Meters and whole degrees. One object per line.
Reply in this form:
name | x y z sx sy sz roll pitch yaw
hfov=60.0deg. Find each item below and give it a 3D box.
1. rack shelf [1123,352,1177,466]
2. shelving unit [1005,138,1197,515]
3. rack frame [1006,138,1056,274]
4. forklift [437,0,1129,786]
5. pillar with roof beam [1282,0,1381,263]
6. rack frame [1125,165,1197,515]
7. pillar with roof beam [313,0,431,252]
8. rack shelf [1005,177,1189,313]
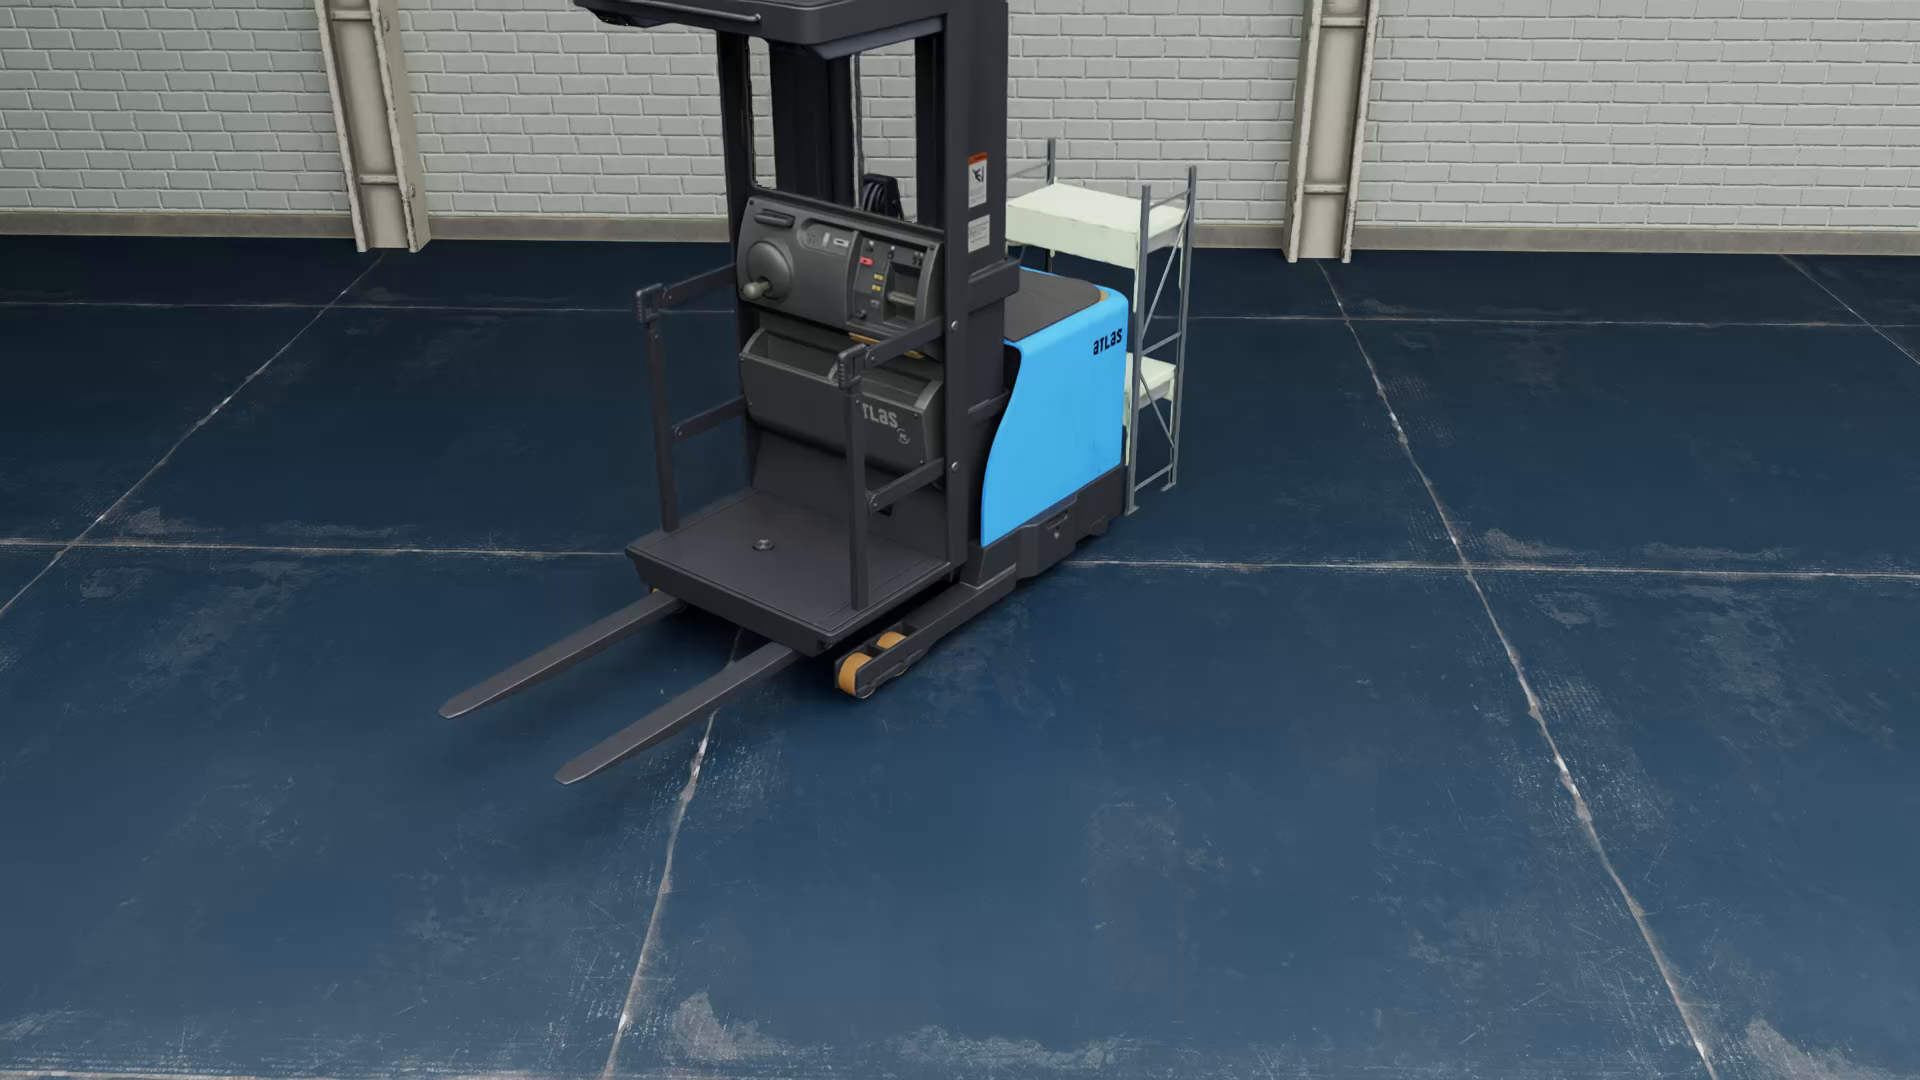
rack shelf | 0.585 -0.669 7.607 0.720 0.370 0.431 20 34 33
shelving unit | 0.585 -0.957 7.454 0.755 1.500 0.431 20 34 33
rack frame | 0.297 -1.063 7.654 0.023 1.500 0.400 20 34 33
forklift | -0.587 -0.972 5.954 1.130 2.935 3.031 20 34 33
pillar with roof beam | 2.140 -3.800 4.811 0.400 9.000 9.100 1 28 2
rack frame | 0.873 -0.851 7.255 0.023 1.500 0.400 20 34 33
pillar with roof beam | -3.856 -3.899 4.998 0.400 9.000 9.100 1 28 2
rack shelf | 0.585 -1.302 7.272 0.720 0.370 0.431 20 34 33
